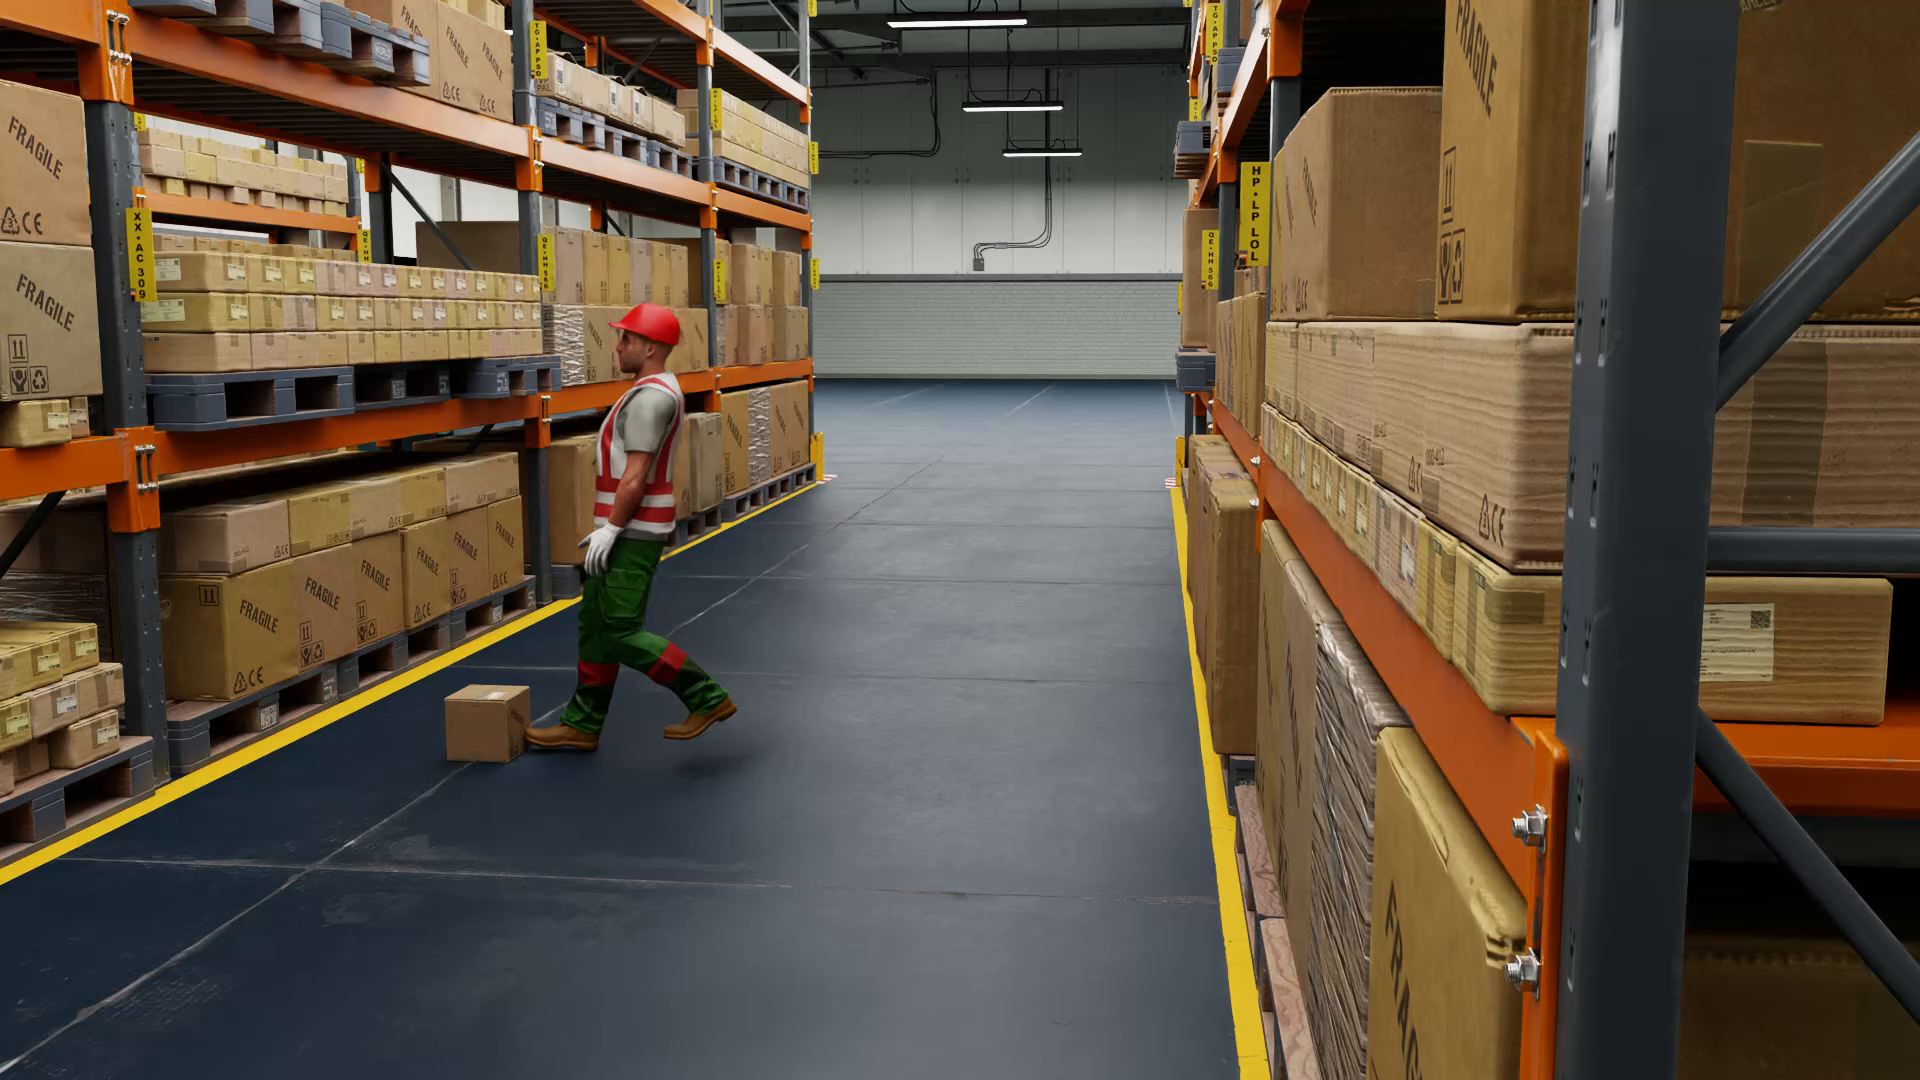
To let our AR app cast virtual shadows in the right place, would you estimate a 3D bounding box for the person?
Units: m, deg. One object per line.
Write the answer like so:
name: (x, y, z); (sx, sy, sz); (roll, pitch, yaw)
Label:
person: (-1.307, -0.031, 6.460); (0.852, 1.764, 0.546); (-1, 8, -7)
